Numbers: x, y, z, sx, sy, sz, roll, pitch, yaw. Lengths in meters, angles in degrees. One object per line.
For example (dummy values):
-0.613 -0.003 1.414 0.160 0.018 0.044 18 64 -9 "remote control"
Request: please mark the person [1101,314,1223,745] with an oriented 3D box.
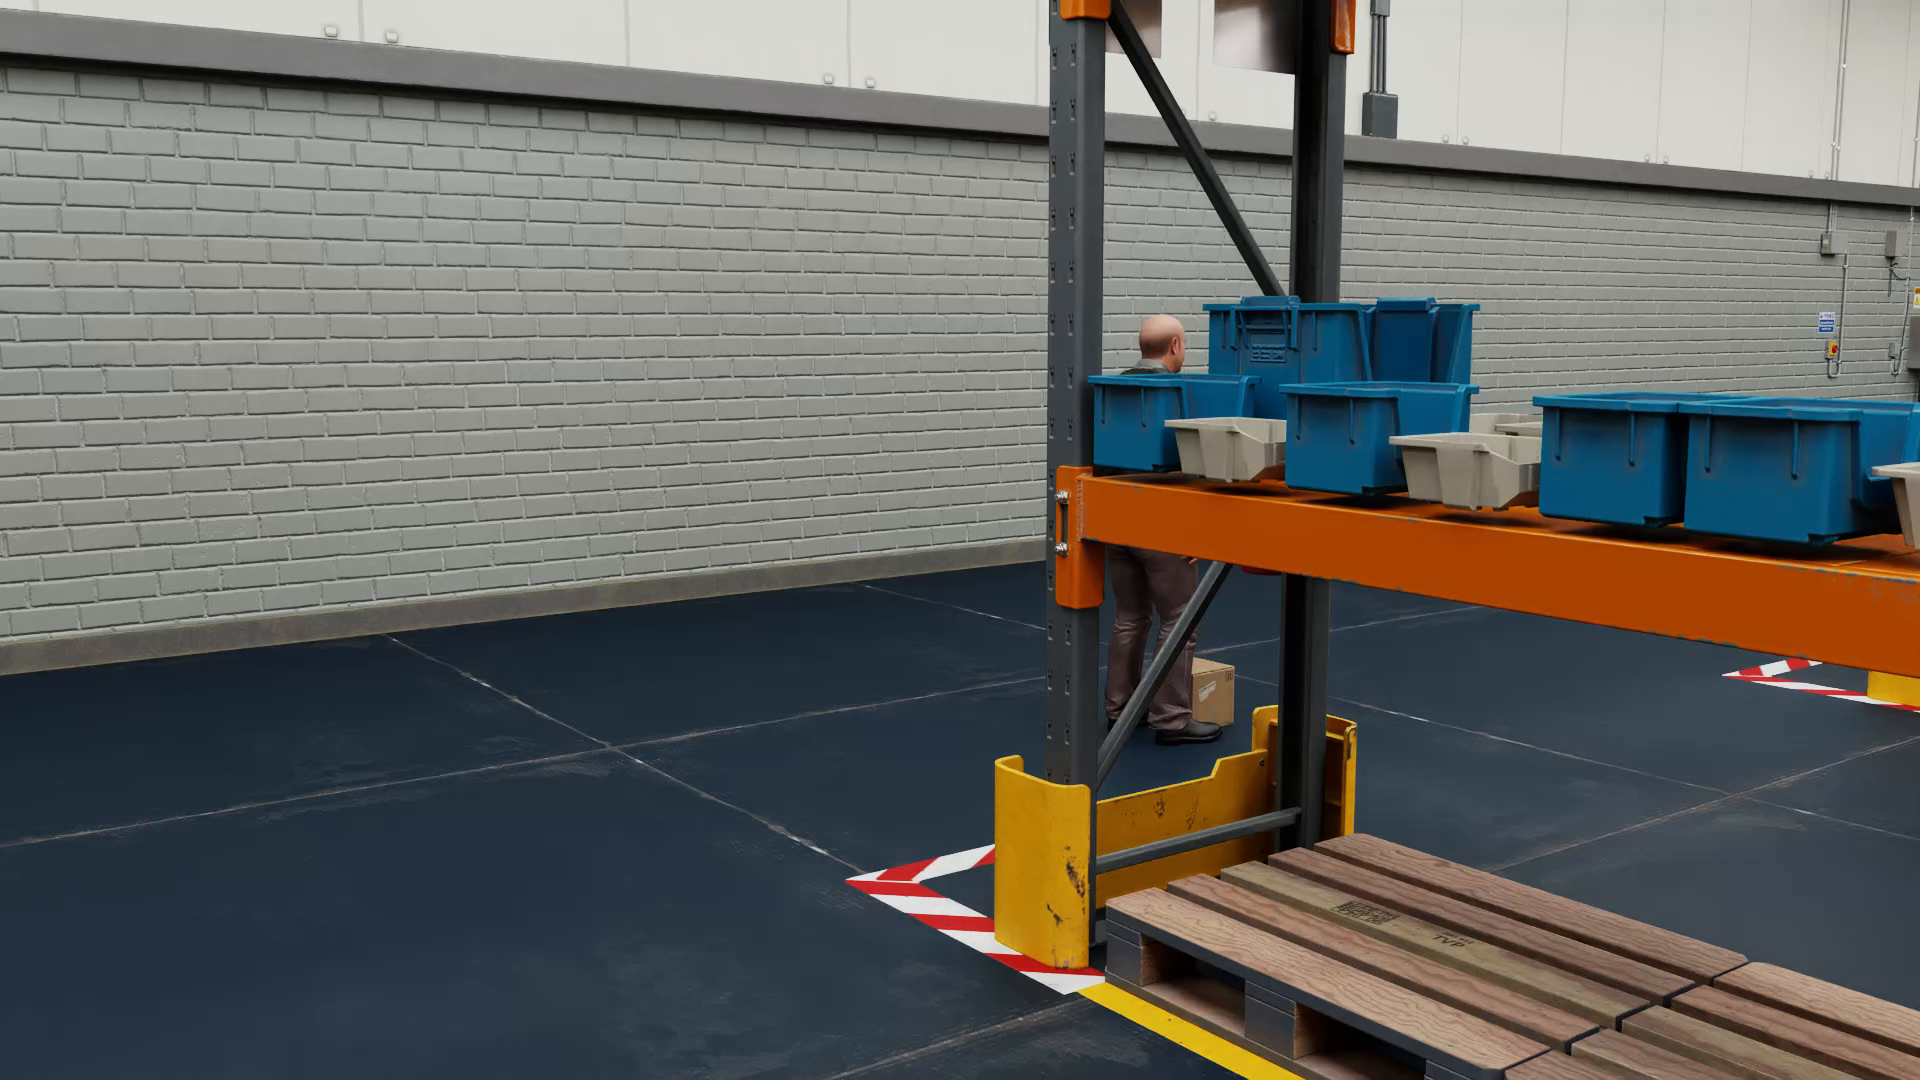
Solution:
0.765 -0.051 6.773 0.420 1.720 0.579 -6 10 -36 "person"
